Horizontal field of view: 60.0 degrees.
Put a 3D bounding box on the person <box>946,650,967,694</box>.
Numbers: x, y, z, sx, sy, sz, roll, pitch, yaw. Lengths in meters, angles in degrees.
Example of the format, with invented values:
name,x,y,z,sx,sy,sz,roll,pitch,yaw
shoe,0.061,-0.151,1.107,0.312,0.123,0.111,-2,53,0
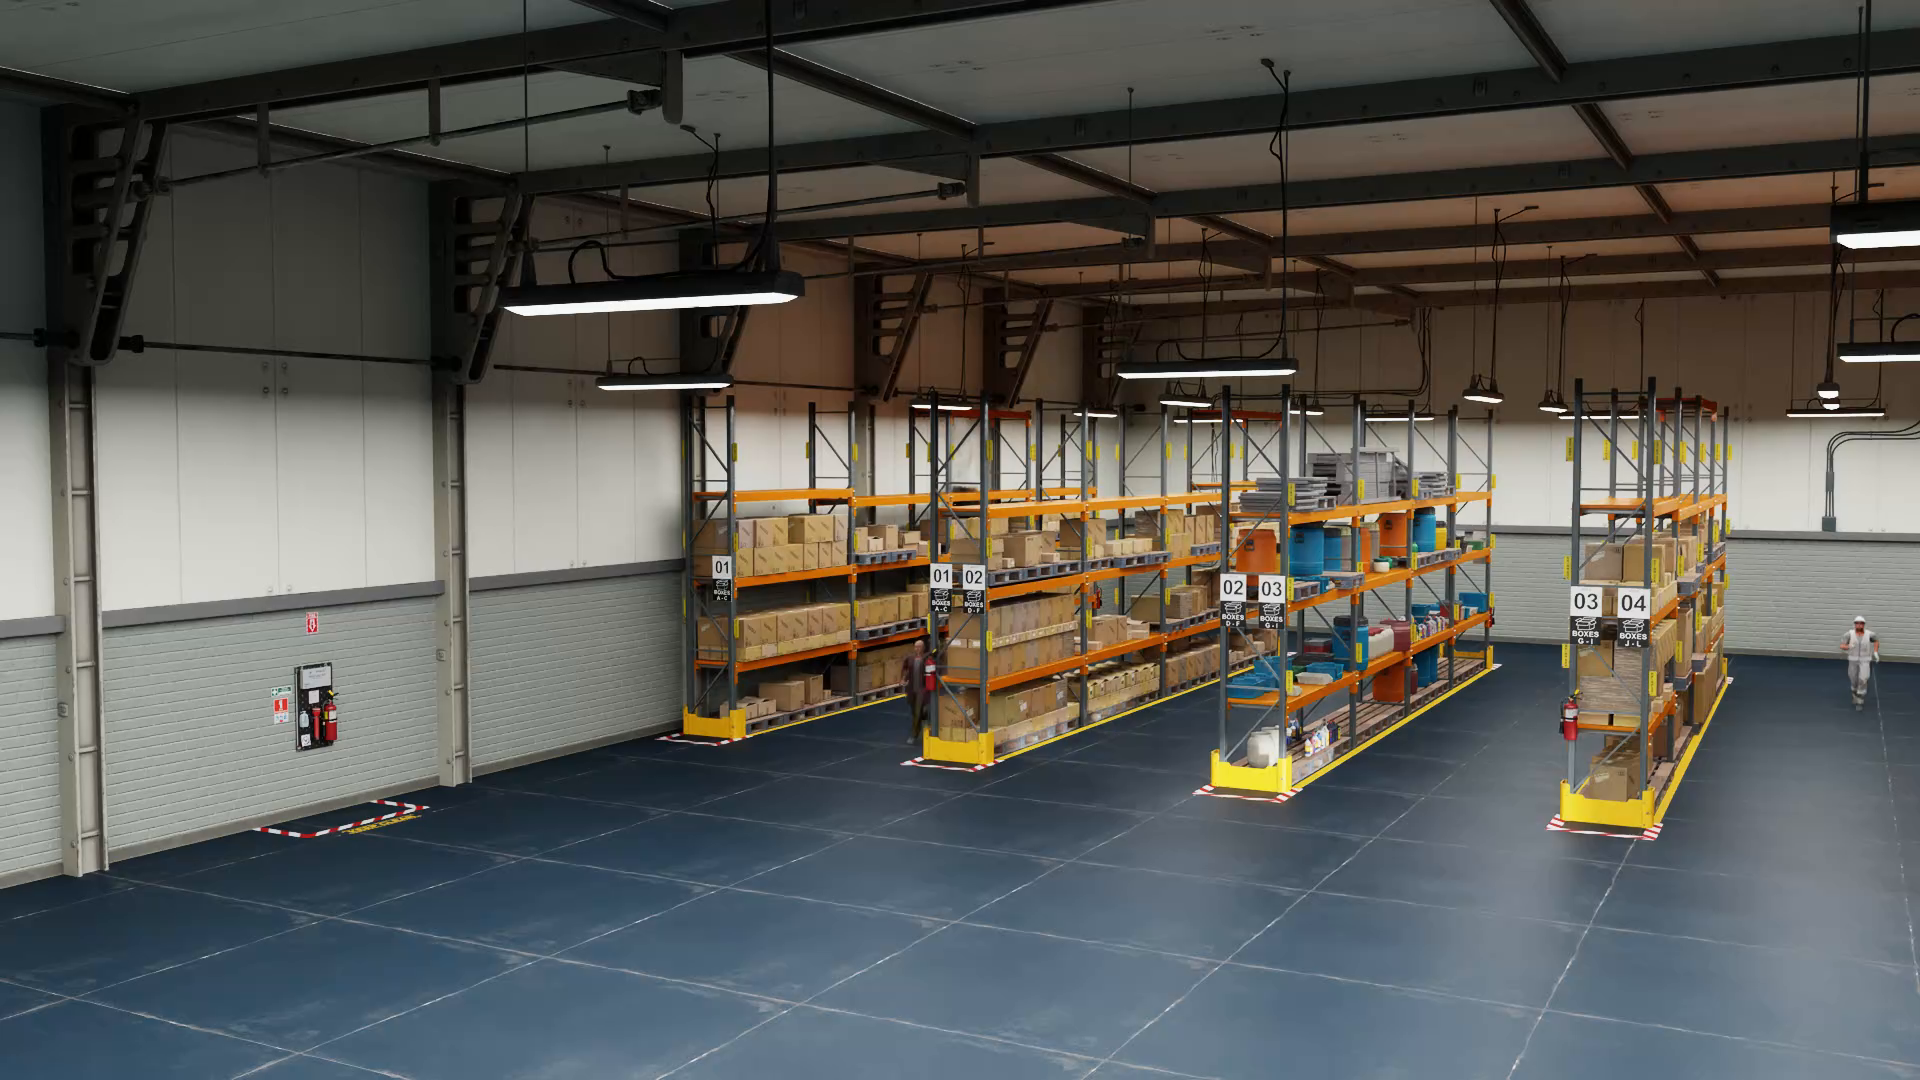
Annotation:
name,x,y,z,sx,sy,sz,roll,pitch,yaw
person,0.071,2.464,31.475,0.710,1.771,0.973,1,3,26

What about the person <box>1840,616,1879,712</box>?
name,x,y,z,sx,sy,sz,roll,pitch,yaw
person,17.470,2.383,32.305,0.653,1.820,0.915,2,4,33

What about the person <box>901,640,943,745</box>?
name,x,y,z,sx,sy,sz,roll,pitch,yaw
person,-0.685,2.616,28.889,0.720,1.767,1.043,1,3,21
